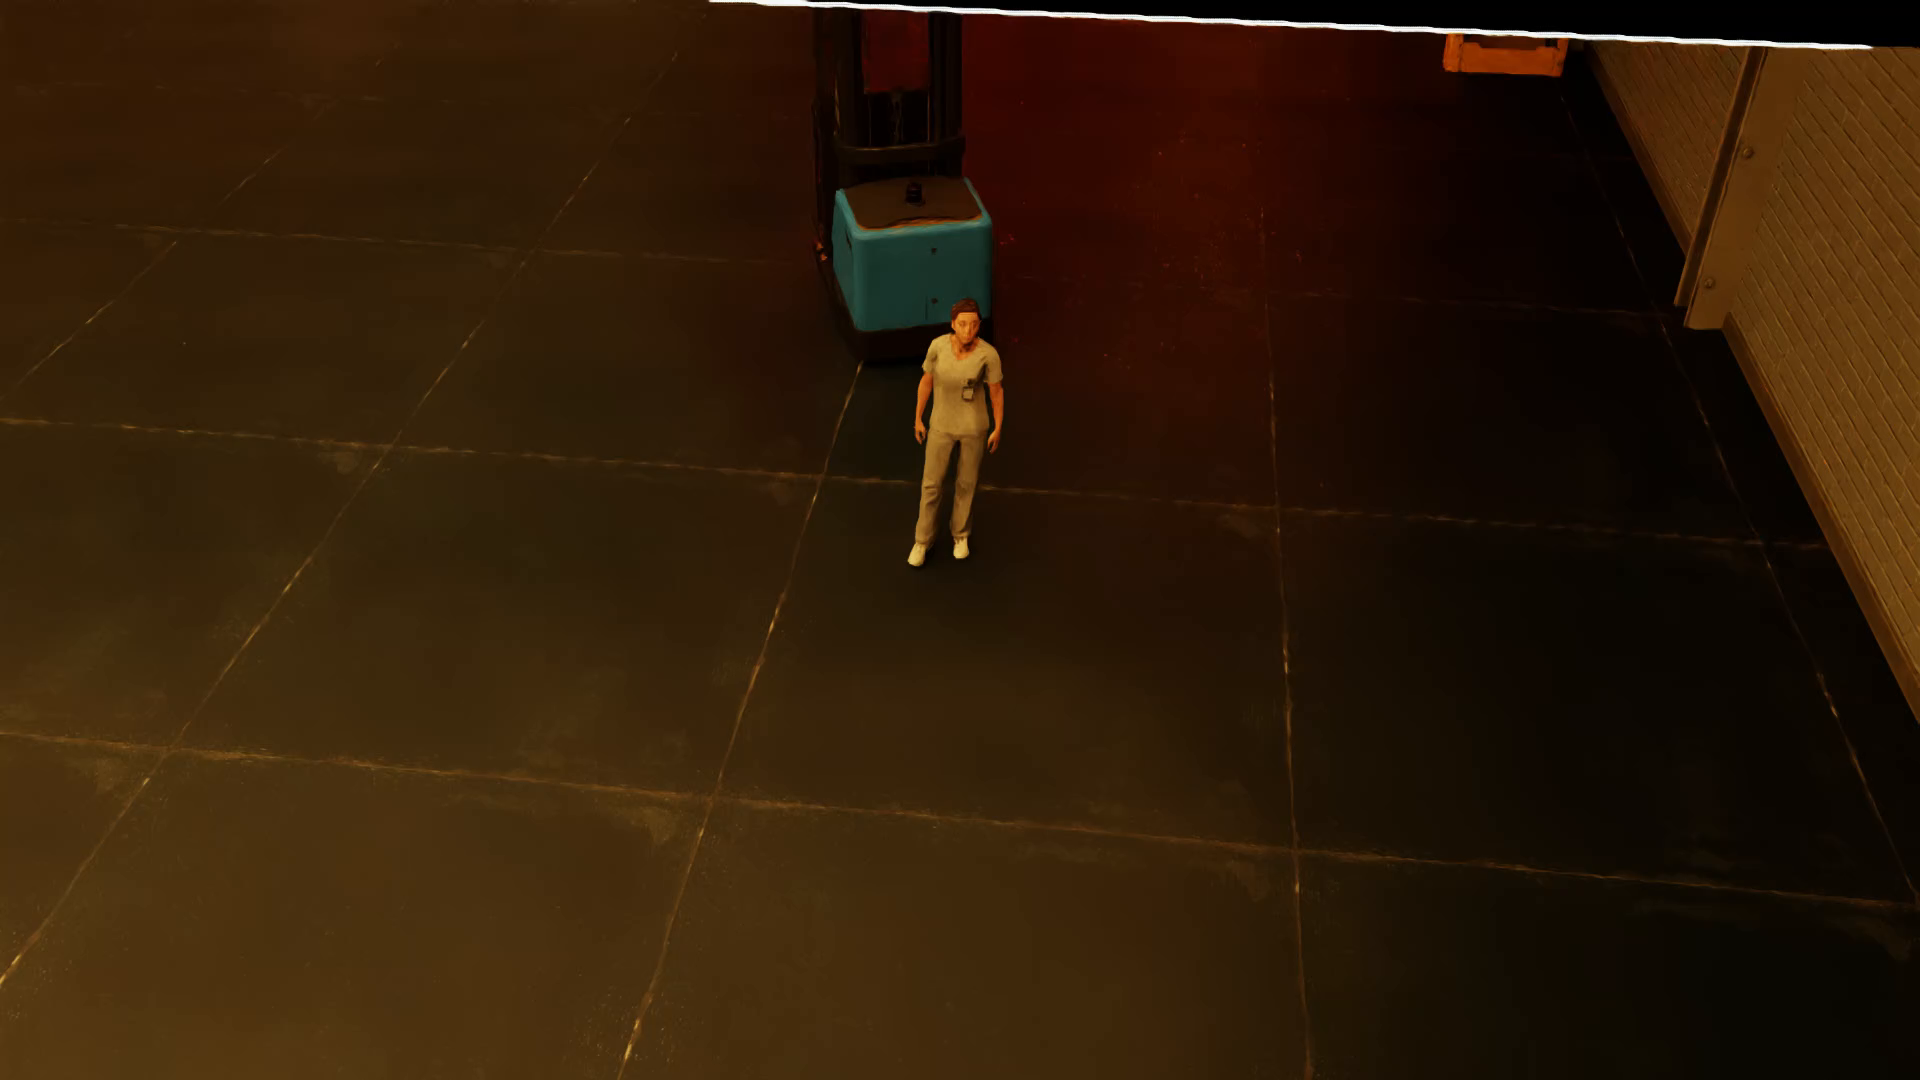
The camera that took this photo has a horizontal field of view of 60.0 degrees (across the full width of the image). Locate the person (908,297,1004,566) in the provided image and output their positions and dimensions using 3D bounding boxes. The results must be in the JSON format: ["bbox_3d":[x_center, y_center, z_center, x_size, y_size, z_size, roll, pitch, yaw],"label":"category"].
[{"bbox_3d":[-0.022,-0.638,9.941,0.550,1.674,0.548,4,37,6],"label":"person"}]

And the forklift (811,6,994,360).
[{"bbox_3d":[-0.579,-3.366,12.596,1.130,2.935,3.031,-8,37,-10],"label":"forklift"}]
